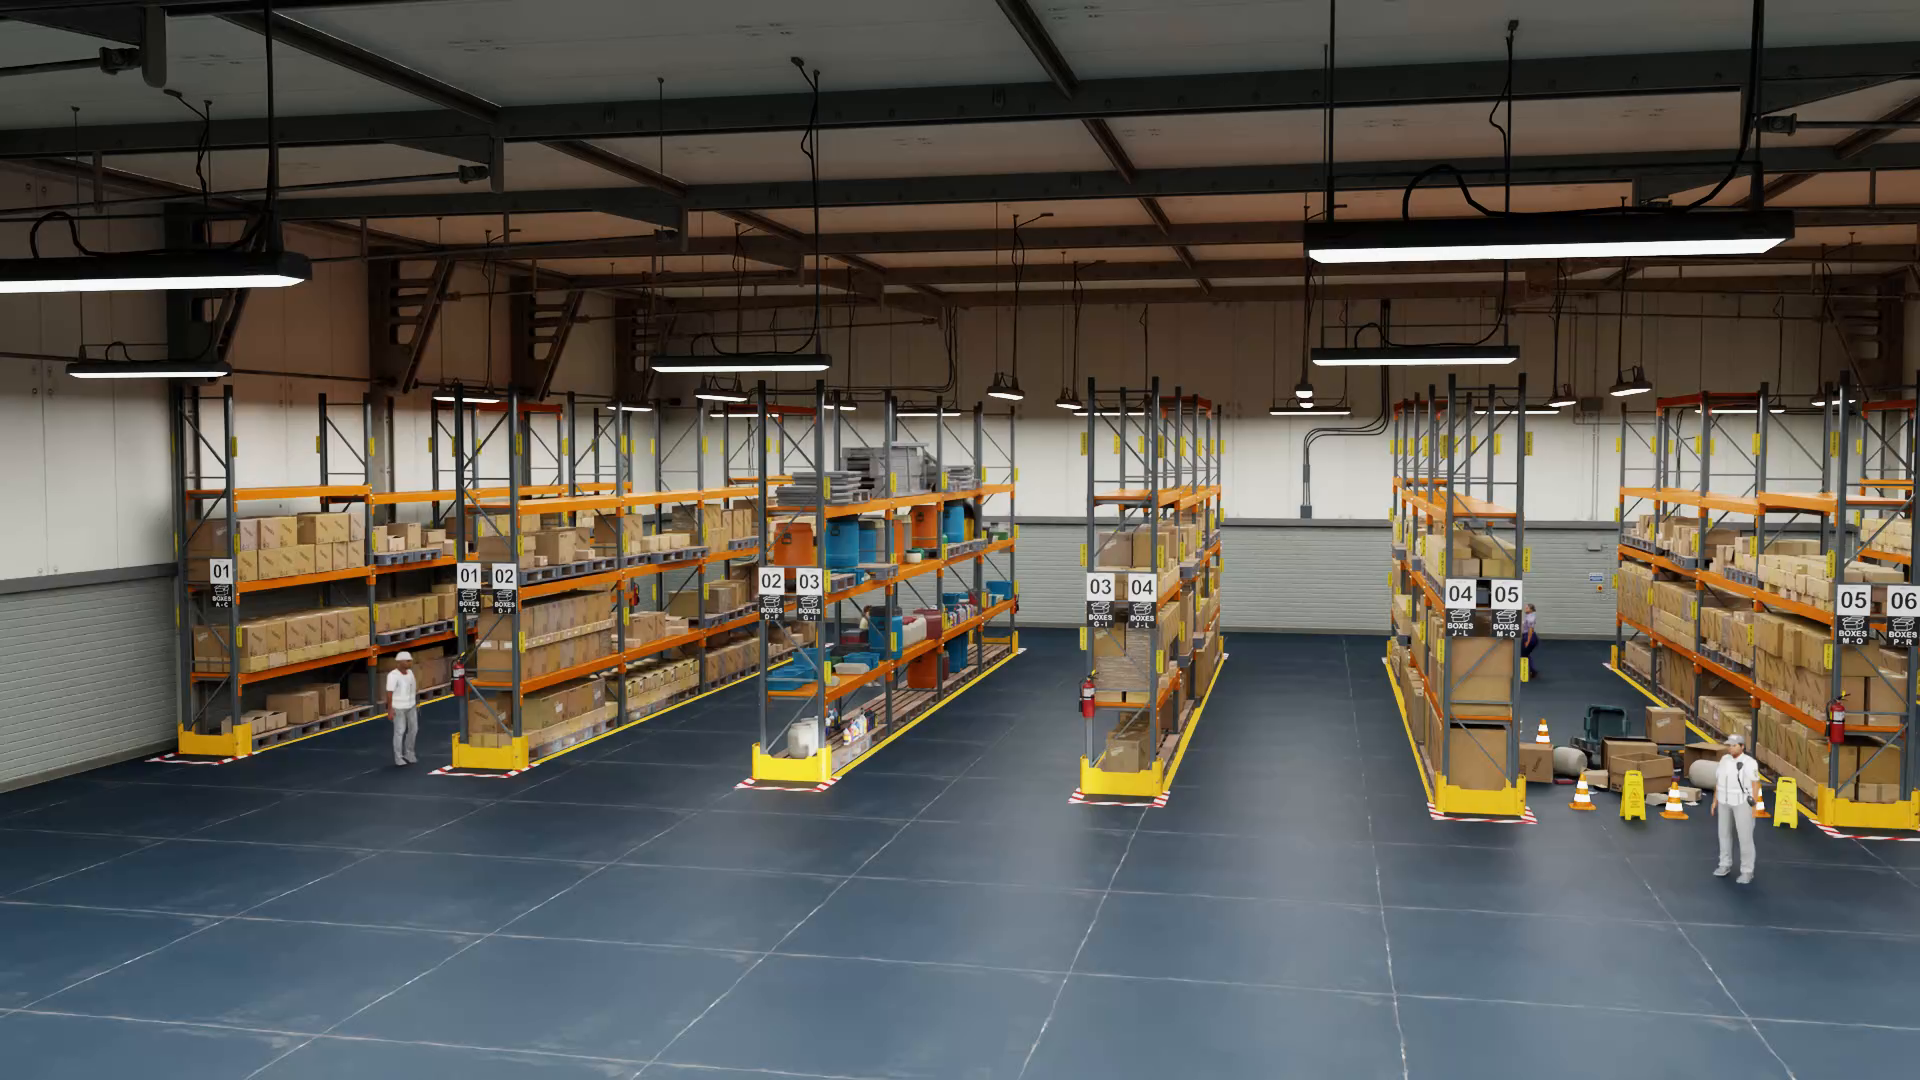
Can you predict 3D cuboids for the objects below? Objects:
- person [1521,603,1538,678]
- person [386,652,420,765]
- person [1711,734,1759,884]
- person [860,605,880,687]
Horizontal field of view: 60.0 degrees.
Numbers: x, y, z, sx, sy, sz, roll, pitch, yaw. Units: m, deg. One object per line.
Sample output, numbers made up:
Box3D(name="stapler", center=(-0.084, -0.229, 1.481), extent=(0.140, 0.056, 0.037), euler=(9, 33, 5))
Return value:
Box3D(name="person", center=(12.321, 2.208, 36.087), extent=(0.479, 1.676, 0.419), euler=(-3, 4, -44))
Box3D(name="person", center=(-8.804, 2.690, 26.309), extent=(0.378, 1.843, 0.658), euler=(1, 3, 22))
Box3D(name="person", center=(9.007, 3.092, 19.329), extent=(0.399, 1.684, 0.520), euler=(-2, 4, -30))
Box3D(name="person", center=(-1.889, 2.212, 34.500), extent=(0.358, 1.714, 0.515), euler=(2, 4, 30))
